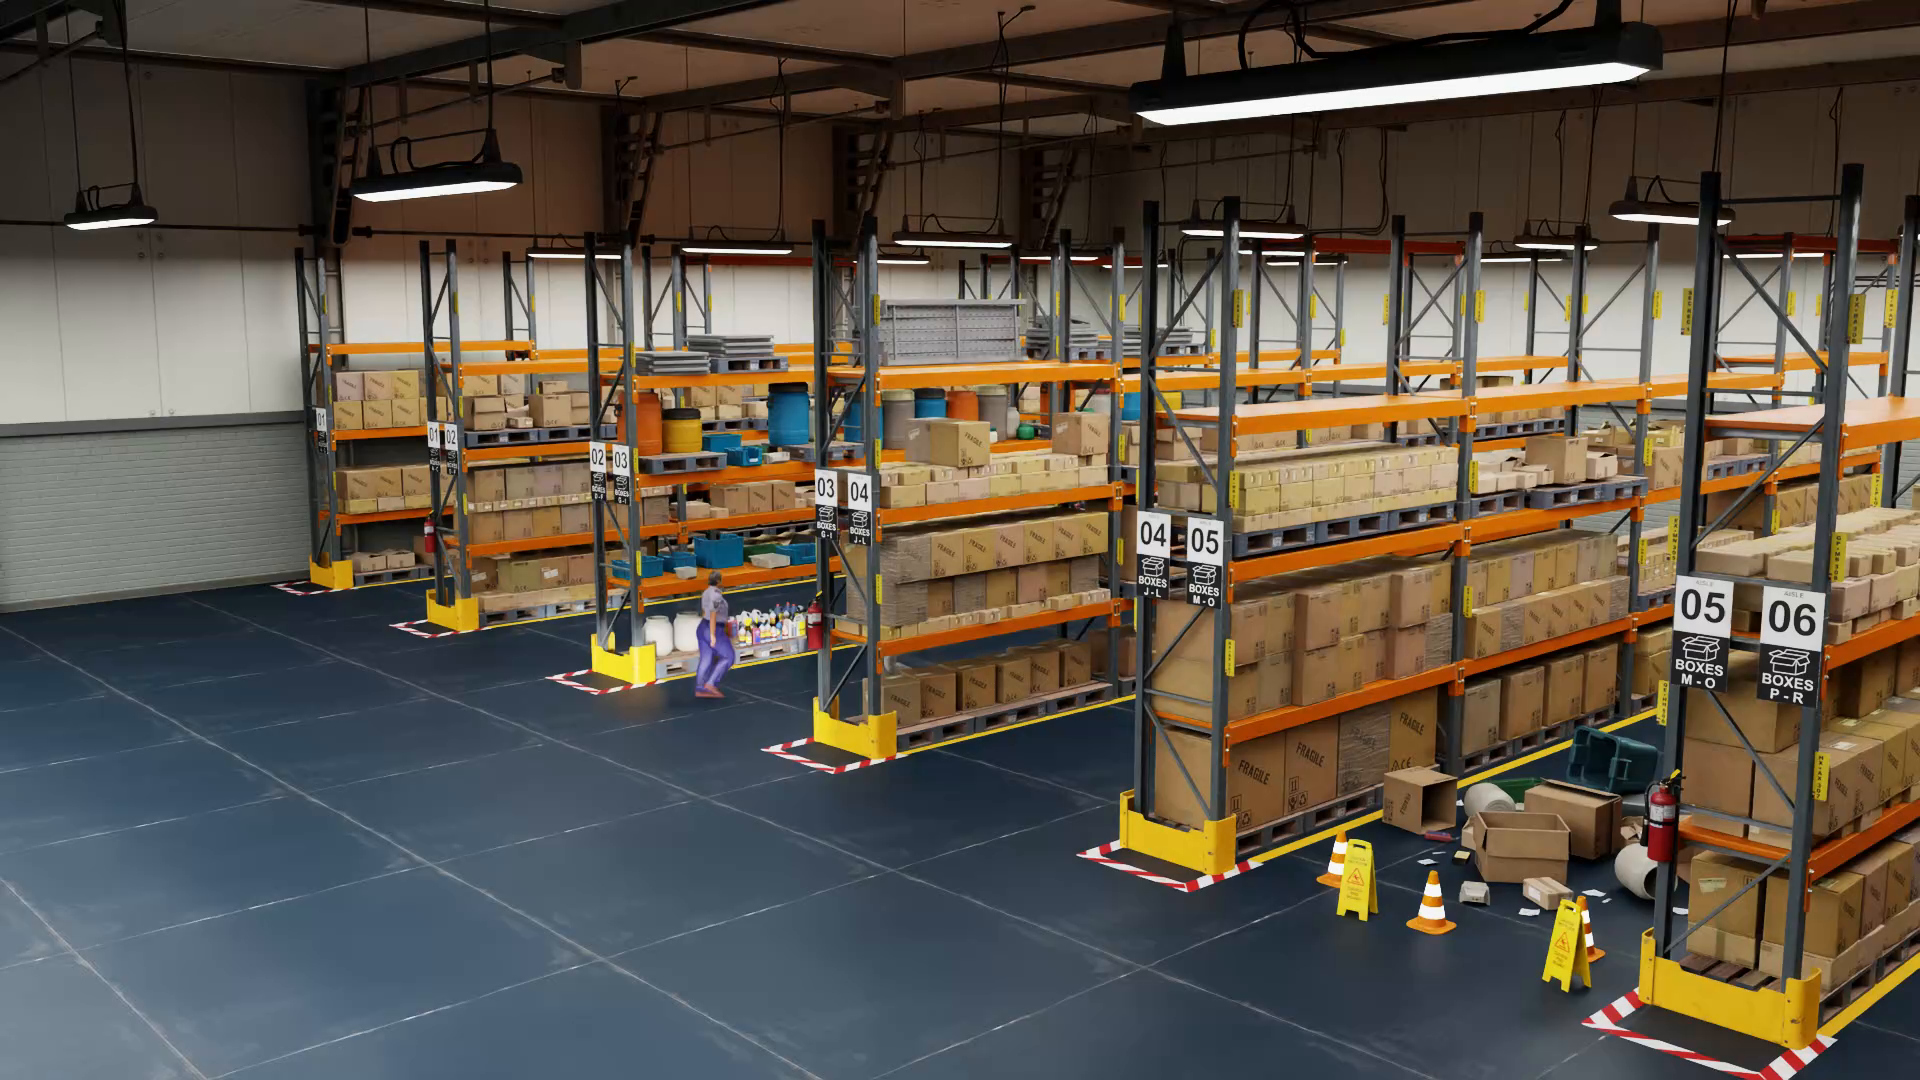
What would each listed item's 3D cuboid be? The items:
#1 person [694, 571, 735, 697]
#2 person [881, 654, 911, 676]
[{"bbox_3d":[-3.198,1.214,21.457,0.479,1.632,0.527,-5,10,-30],"label":"person"},{"bbox_3d":[-0.840,1.202,21.293,0.717,1.732,0.622,-4,9,-26],"label":"person"}]
